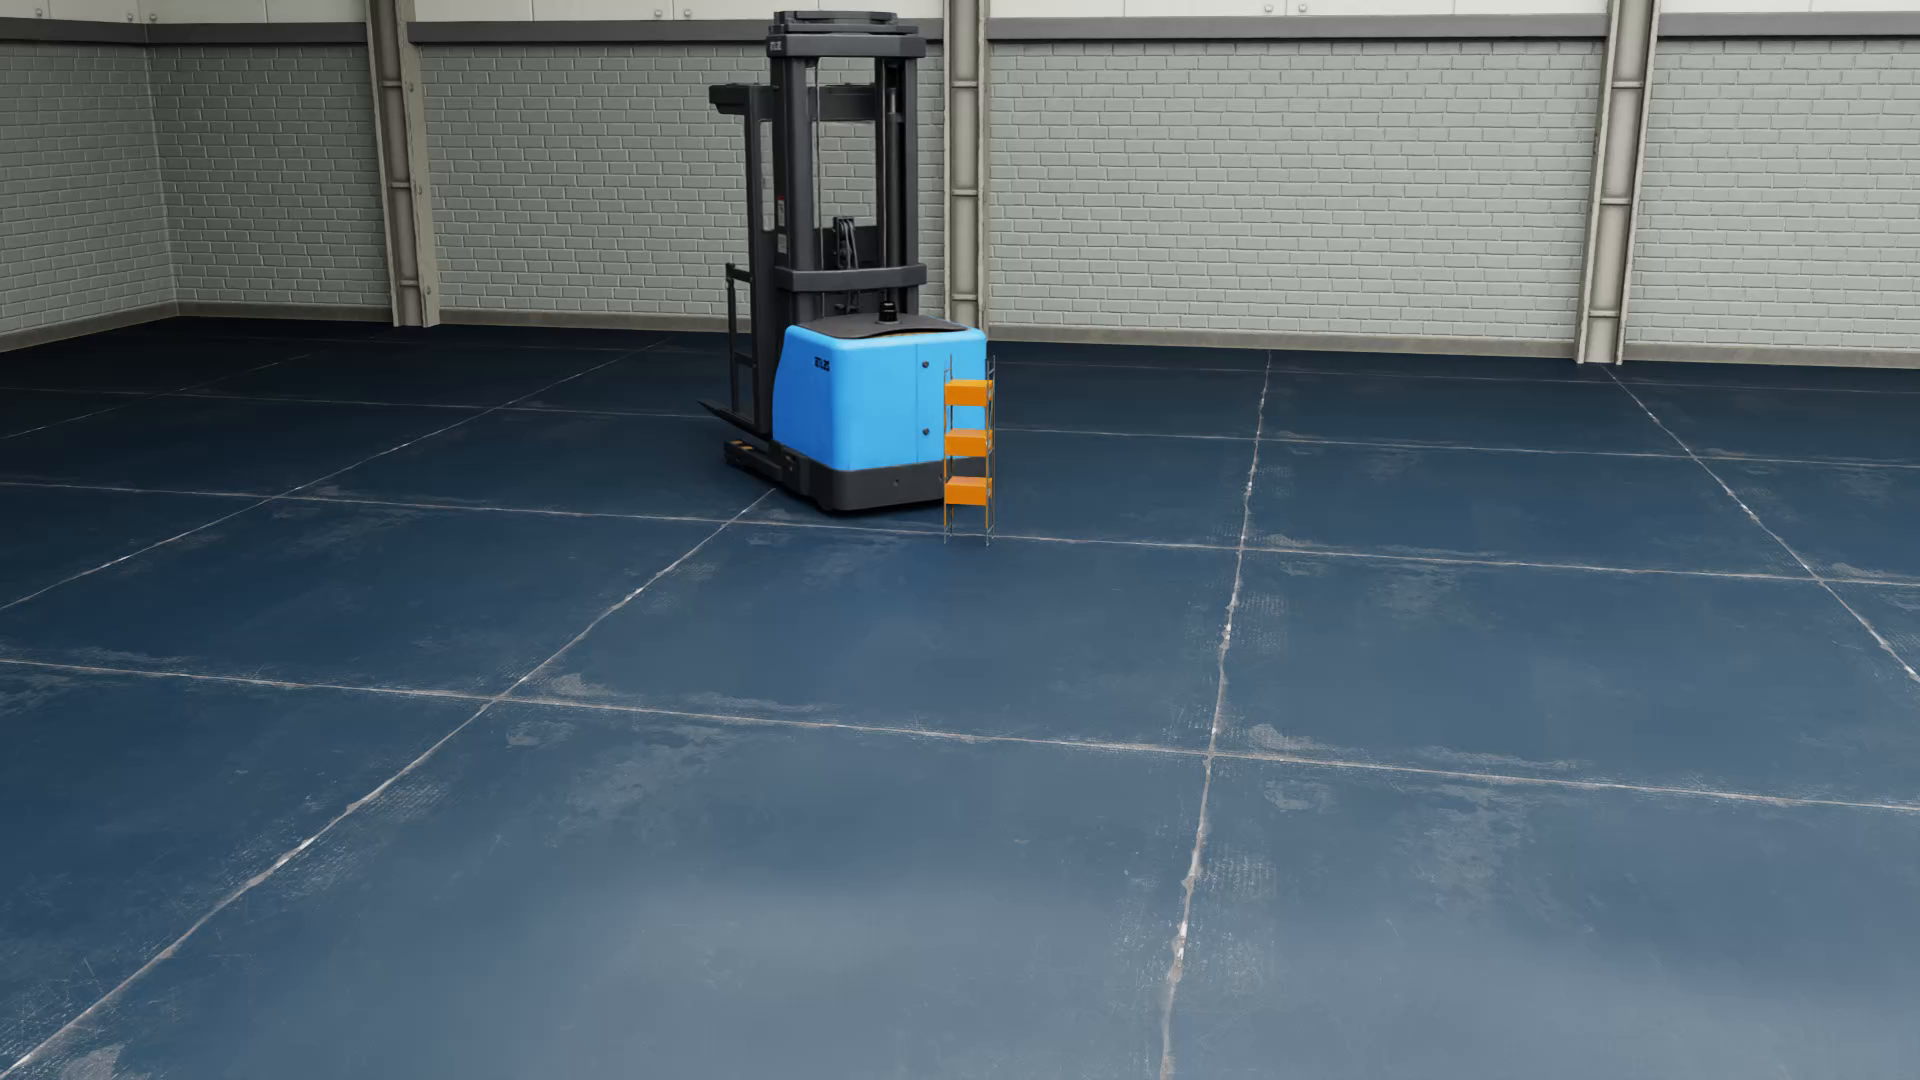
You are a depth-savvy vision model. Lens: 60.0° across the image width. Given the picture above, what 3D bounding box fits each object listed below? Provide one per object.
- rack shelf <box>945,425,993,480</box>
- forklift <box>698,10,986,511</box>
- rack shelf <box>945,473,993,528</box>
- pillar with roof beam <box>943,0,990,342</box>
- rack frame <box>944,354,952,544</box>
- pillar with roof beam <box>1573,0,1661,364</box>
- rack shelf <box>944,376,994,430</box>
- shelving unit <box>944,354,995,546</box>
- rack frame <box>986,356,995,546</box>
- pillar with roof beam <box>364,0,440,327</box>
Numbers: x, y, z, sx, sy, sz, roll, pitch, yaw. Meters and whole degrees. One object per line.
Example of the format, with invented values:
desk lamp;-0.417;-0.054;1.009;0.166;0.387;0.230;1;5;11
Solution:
rack shelf;0.052;-0.493;9.344;0.240;0.259;0.215;3;16;11
forklift;-0.958;-1.931;10.971;1.130;2.935;3.031;-8;17;-27
rack shelf;0.052;-0.225;9.419;0.240;0.259;0.215;3;16;11
pillar with roof beam;-0.793;-5.199;11.403;0.400;9.000;9.100;3;16;11
rack frame;-0.067;-0.510;9.365;0.008;1.050;0.200;3;16;11
pillar with roof beam;5.087;-4.880;10.251;0.400;9.000;9.100;3;16;11
rack shelf;0.052;-0.766;9.269;0.240;0.259;0.215;3;16;11
shelving unit;0.052;-0.503;9.342;0.252;1.050;0.215;3;16;11
rack frame;0.172;-0.497;9.318;0.008;1.050;0.200;3;16;11
pillar with roof beam;-6.673;-5.518;12.556;0.400;9.000;9.100;3;16;11
